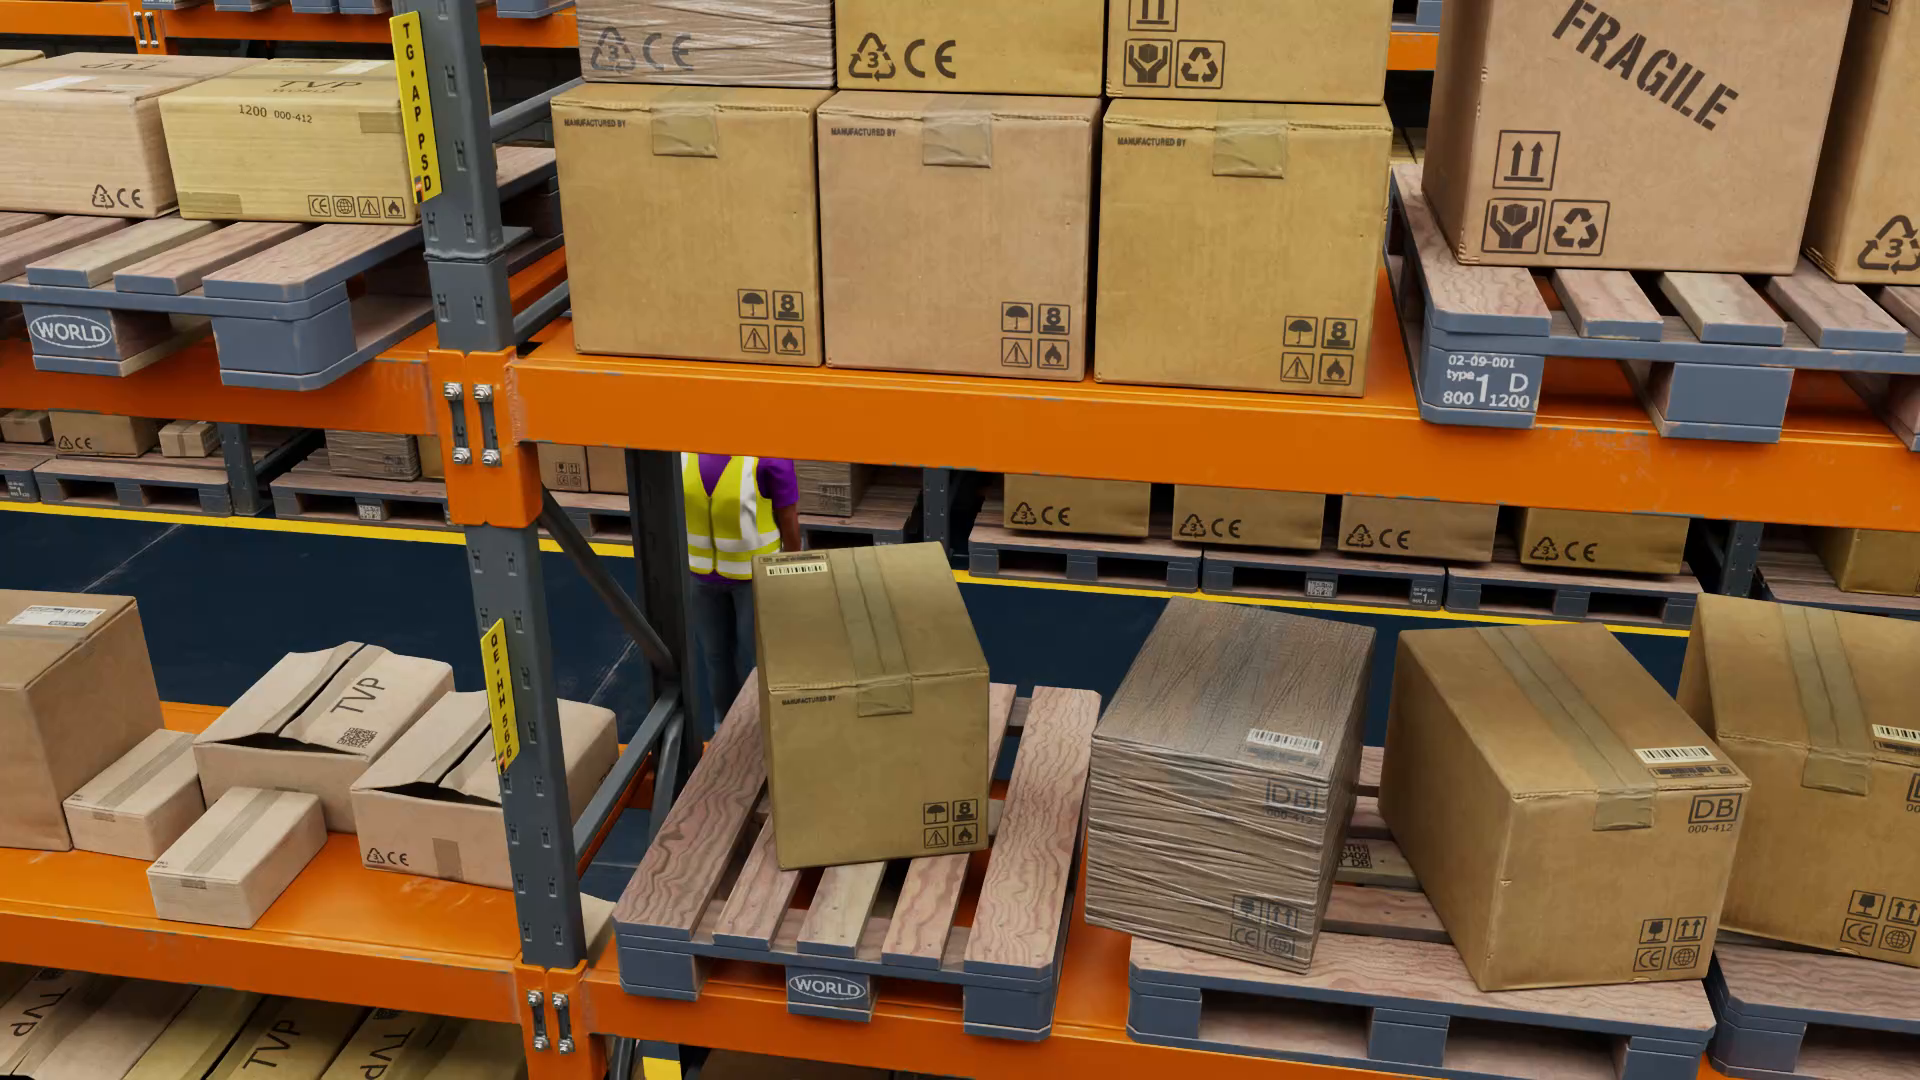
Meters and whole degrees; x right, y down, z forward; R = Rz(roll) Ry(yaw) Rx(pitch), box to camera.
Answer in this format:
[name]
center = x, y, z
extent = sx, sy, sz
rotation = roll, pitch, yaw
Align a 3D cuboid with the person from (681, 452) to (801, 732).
[person]
center = -0.956, 0.125, 6.779
extent = 0.606, 1.770, 0.408
rotation = 8, 26, 17
